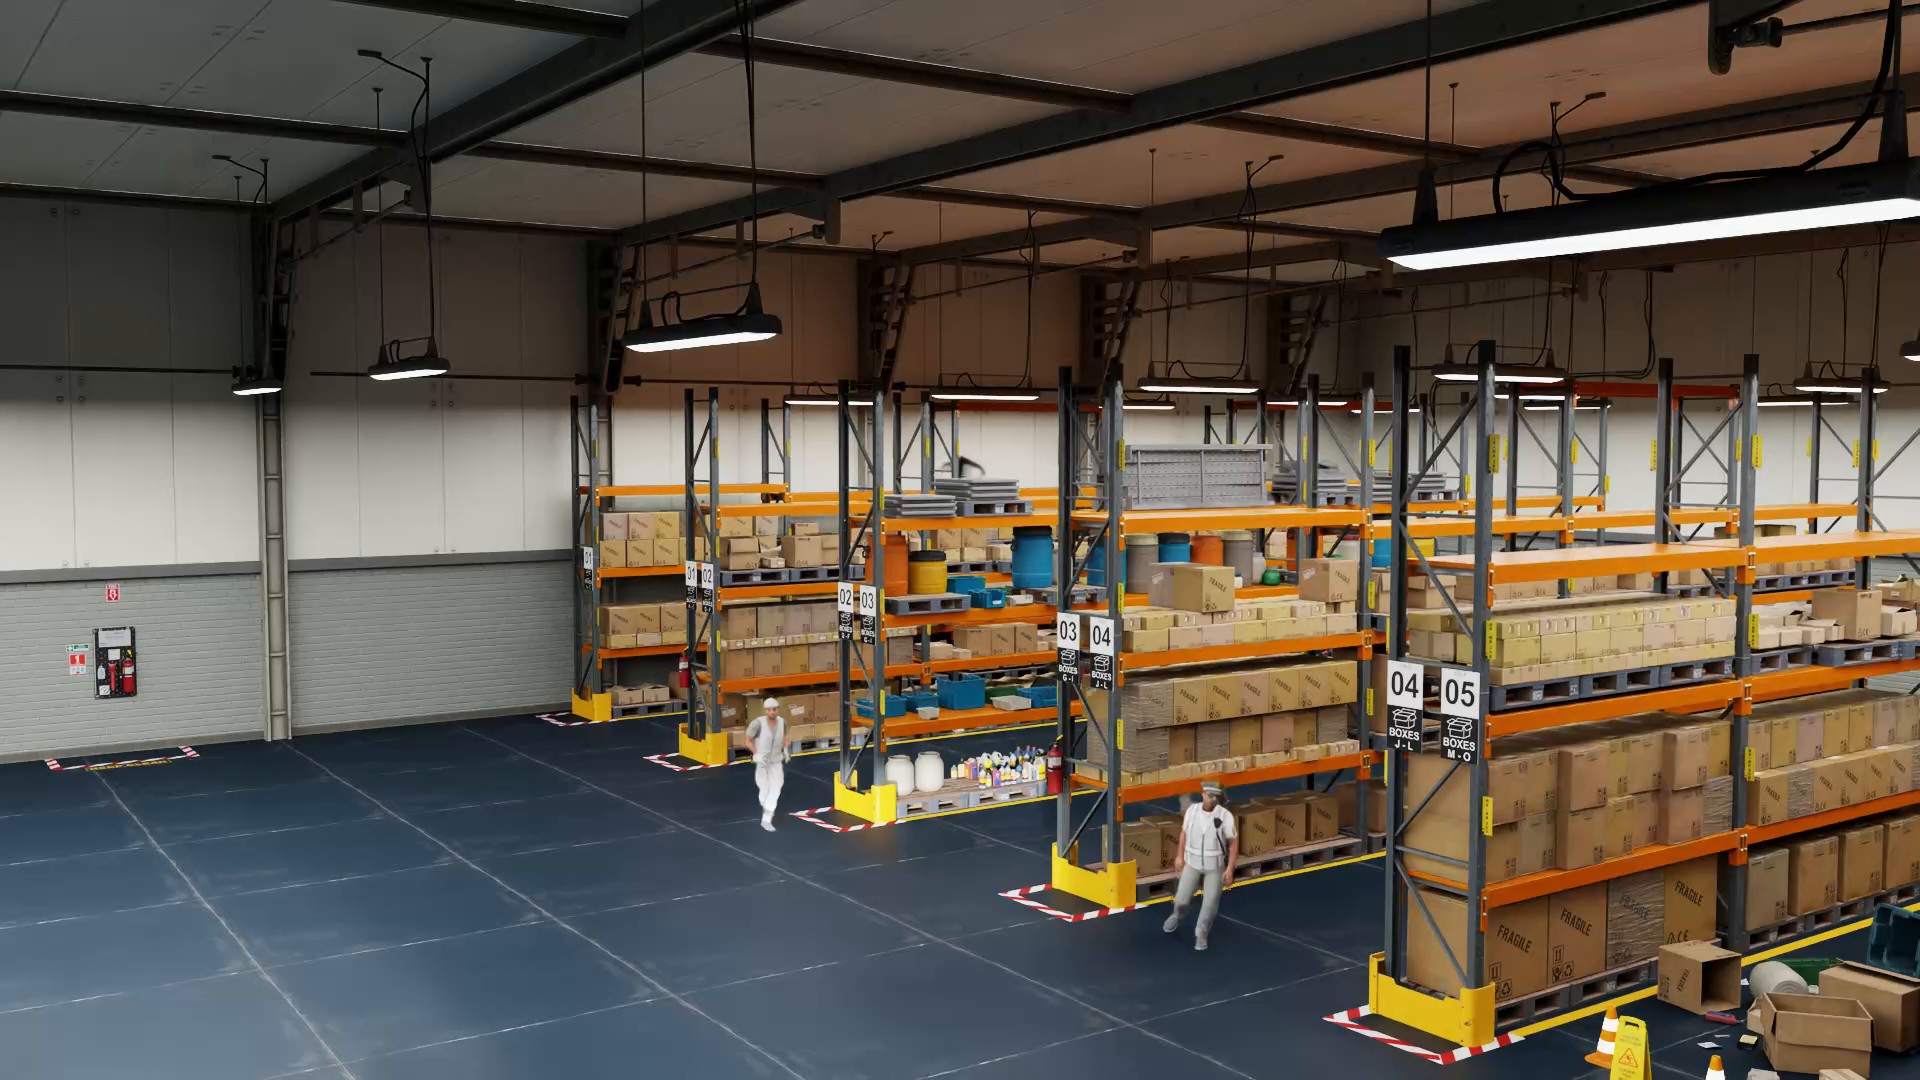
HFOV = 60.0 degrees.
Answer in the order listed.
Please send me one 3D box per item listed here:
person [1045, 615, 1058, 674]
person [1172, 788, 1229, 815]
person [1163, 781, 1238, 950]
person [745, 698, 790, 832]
[{"bbox_3d":[2.082,2.310,33.922,0.732,1.593,0.562,-1,4,-22],"label":"person"},{"bbox_3d":[3.284,3.000,22.798,1.074,1.569,0.672,-2,4,-31],"label":"person"},{"bbox_3d":[2.446,3.279,16.937,0.772,1.728,0.574,1,4,15],"label":"person"},{"bbox_3d":[-2.587,2.956,22.240,0.649,1.759,0.786,-1,4,-19],"label":"person"}]
